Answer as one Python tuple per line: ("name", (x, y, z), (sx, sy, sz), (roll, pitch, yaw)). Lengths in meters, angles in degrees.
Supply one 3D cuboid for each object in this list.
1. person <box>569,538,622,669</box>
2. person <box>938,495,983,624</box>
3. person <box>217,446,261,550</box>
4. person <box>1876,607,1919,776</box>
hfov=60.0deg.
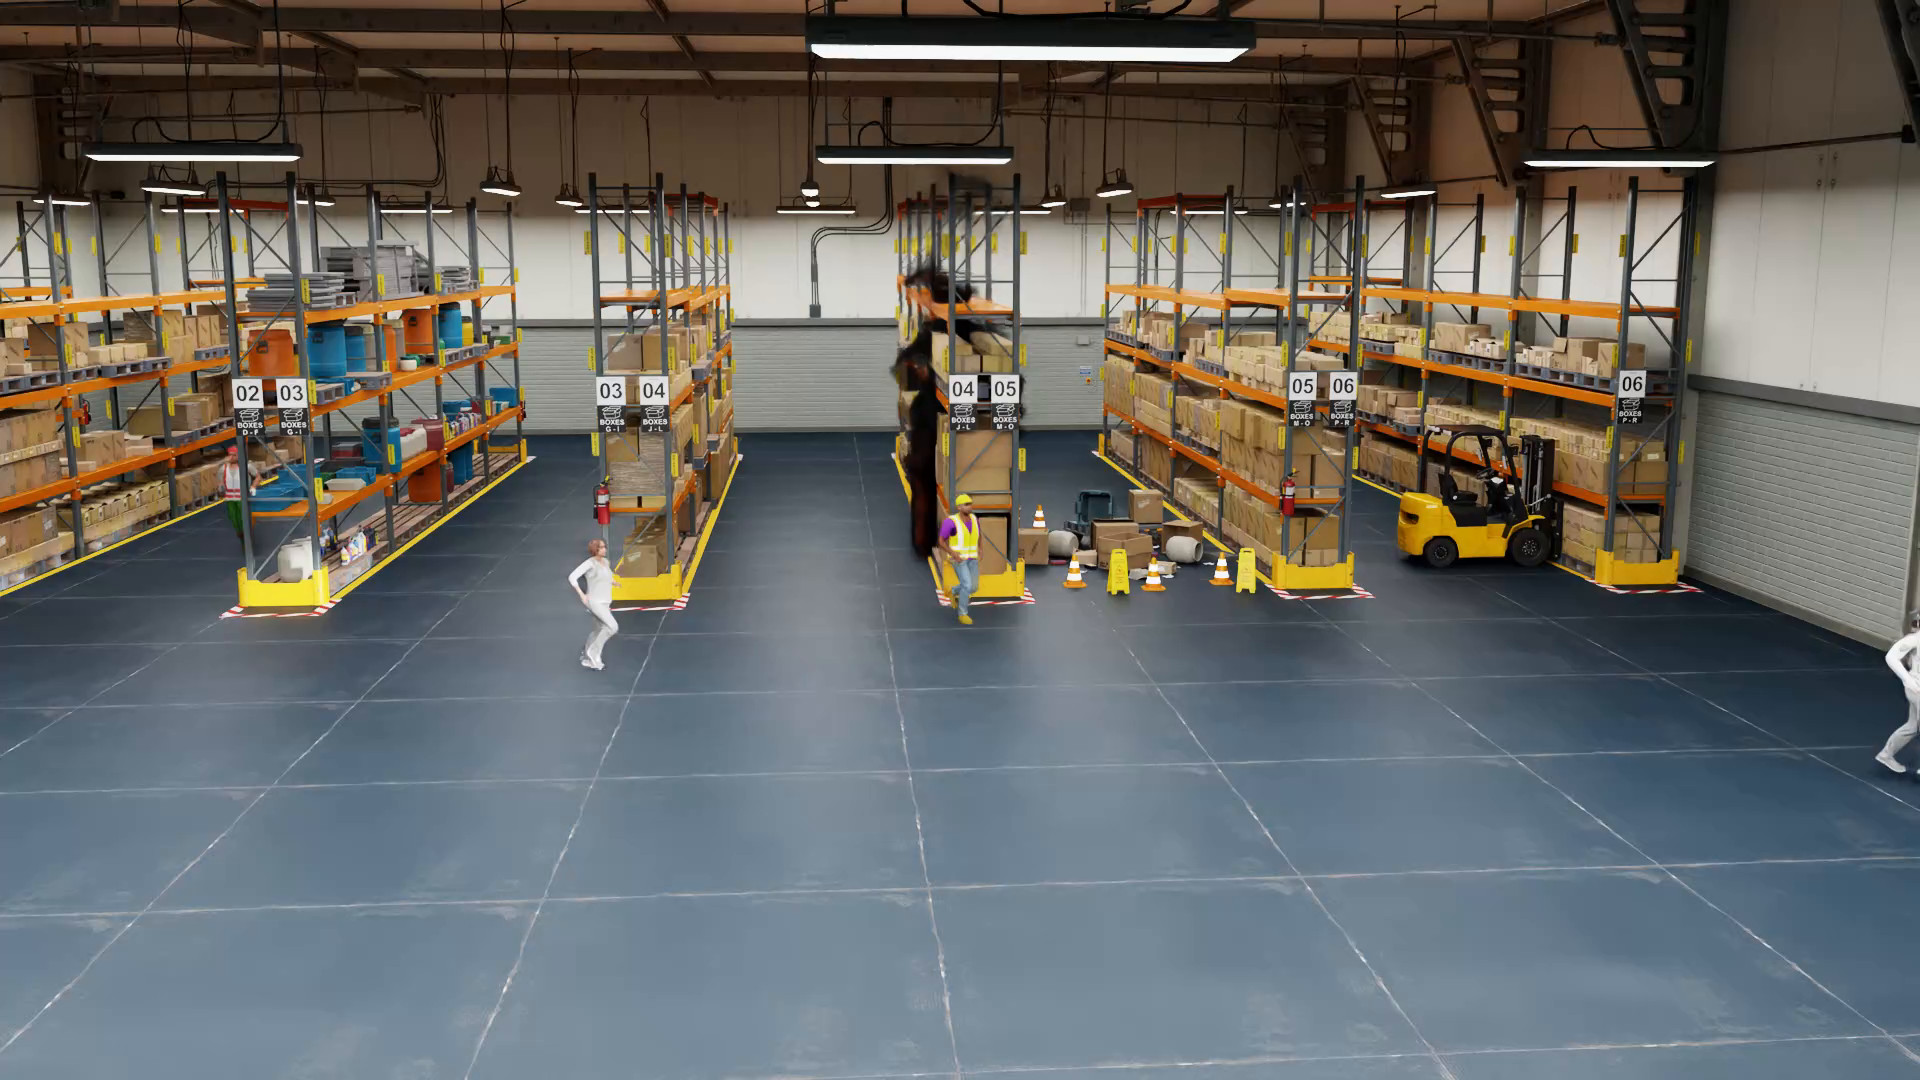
("person", (-4.275, 0.762, 19.778), (0.600, 1.568, 0.522), (3, 10, 16))
("person", (0.006, 0.231, 22.485), (0.737, 1.730, 0.630), (-8, 13, -39))
("person", (-11.831, -0.642, 27.238), (0.628, 1.784, 0.692), (-1, 10, -5))
("person", (9.035, 1.455, 15.614), (0.593, 1.747, 0.695), (-9, 13, -41))
